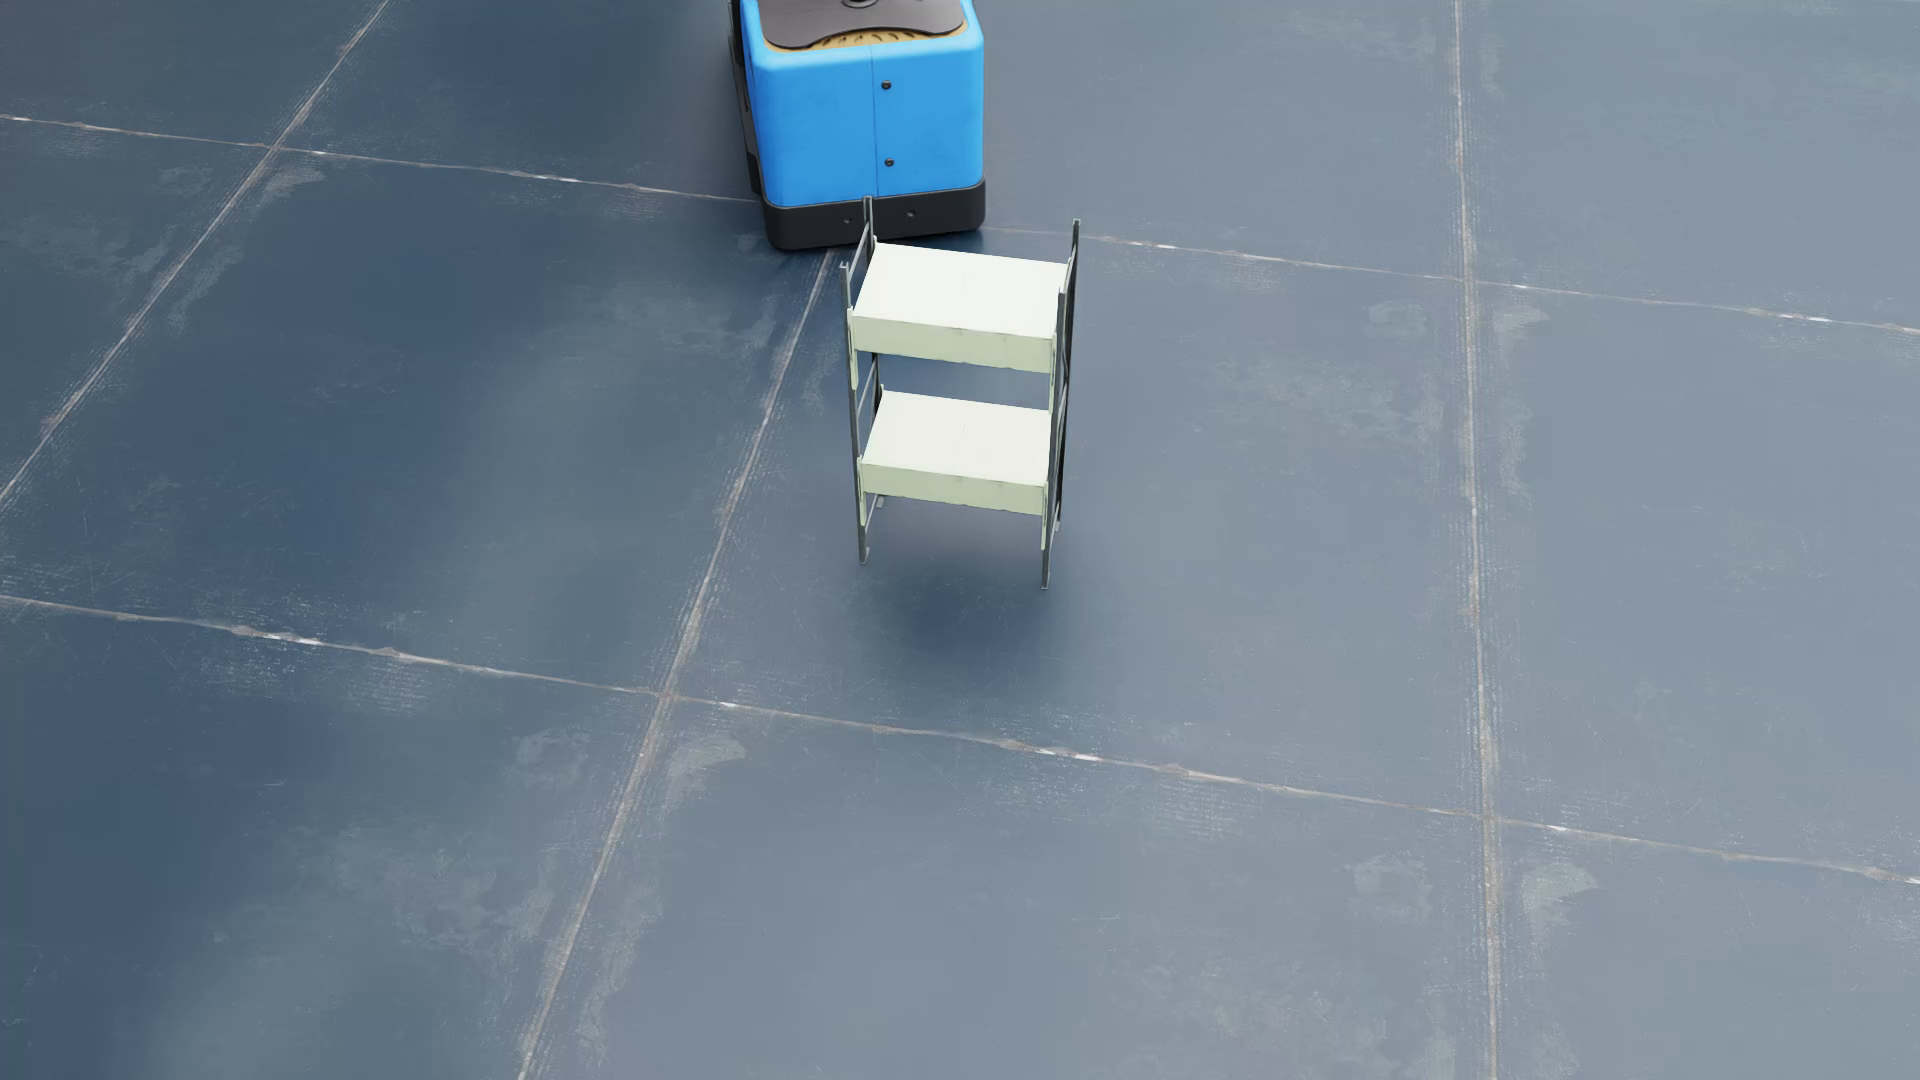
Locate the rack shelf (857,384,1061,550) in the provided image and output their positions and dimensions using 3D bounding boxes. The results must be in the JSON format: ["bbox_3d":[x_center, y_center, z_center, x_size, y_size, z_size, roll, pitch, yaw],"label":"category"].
[{"bbox_3d":[0.007,-0.283,6.406,0.720,0.370,0.431,8,49,7],"label":"rack shelf"}]

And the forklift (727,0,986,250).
[{"bbox_3d":[-0.648,-3.466,7.866,1.130,2.935,3.031,-8,49,-7],"label":"forklift"}]

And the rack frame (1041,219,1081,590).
[{"bbox_3d":[0.367,-0.452,6.120,0.023,1.500,0.400,8,49,7],"label":"rack frame"}]

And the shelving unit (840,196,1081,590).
[{"bbox_3d":[0.007,-0.500,6.163,0.755,1.500,0.431,8,49,7],"label":"shelving unit"}]

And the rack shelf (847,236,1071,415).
[{"bbox_3d":[0.007,-0.761,5.873,0.720,0.370,0.431,8,49,7],"label":"rack shelf"}]

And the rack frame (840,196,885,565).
[{"bbox_3d":[-0.354,-0.549,6.207,0.023,1.500,0.400,8,49,7],"label":"rack frame"}]
